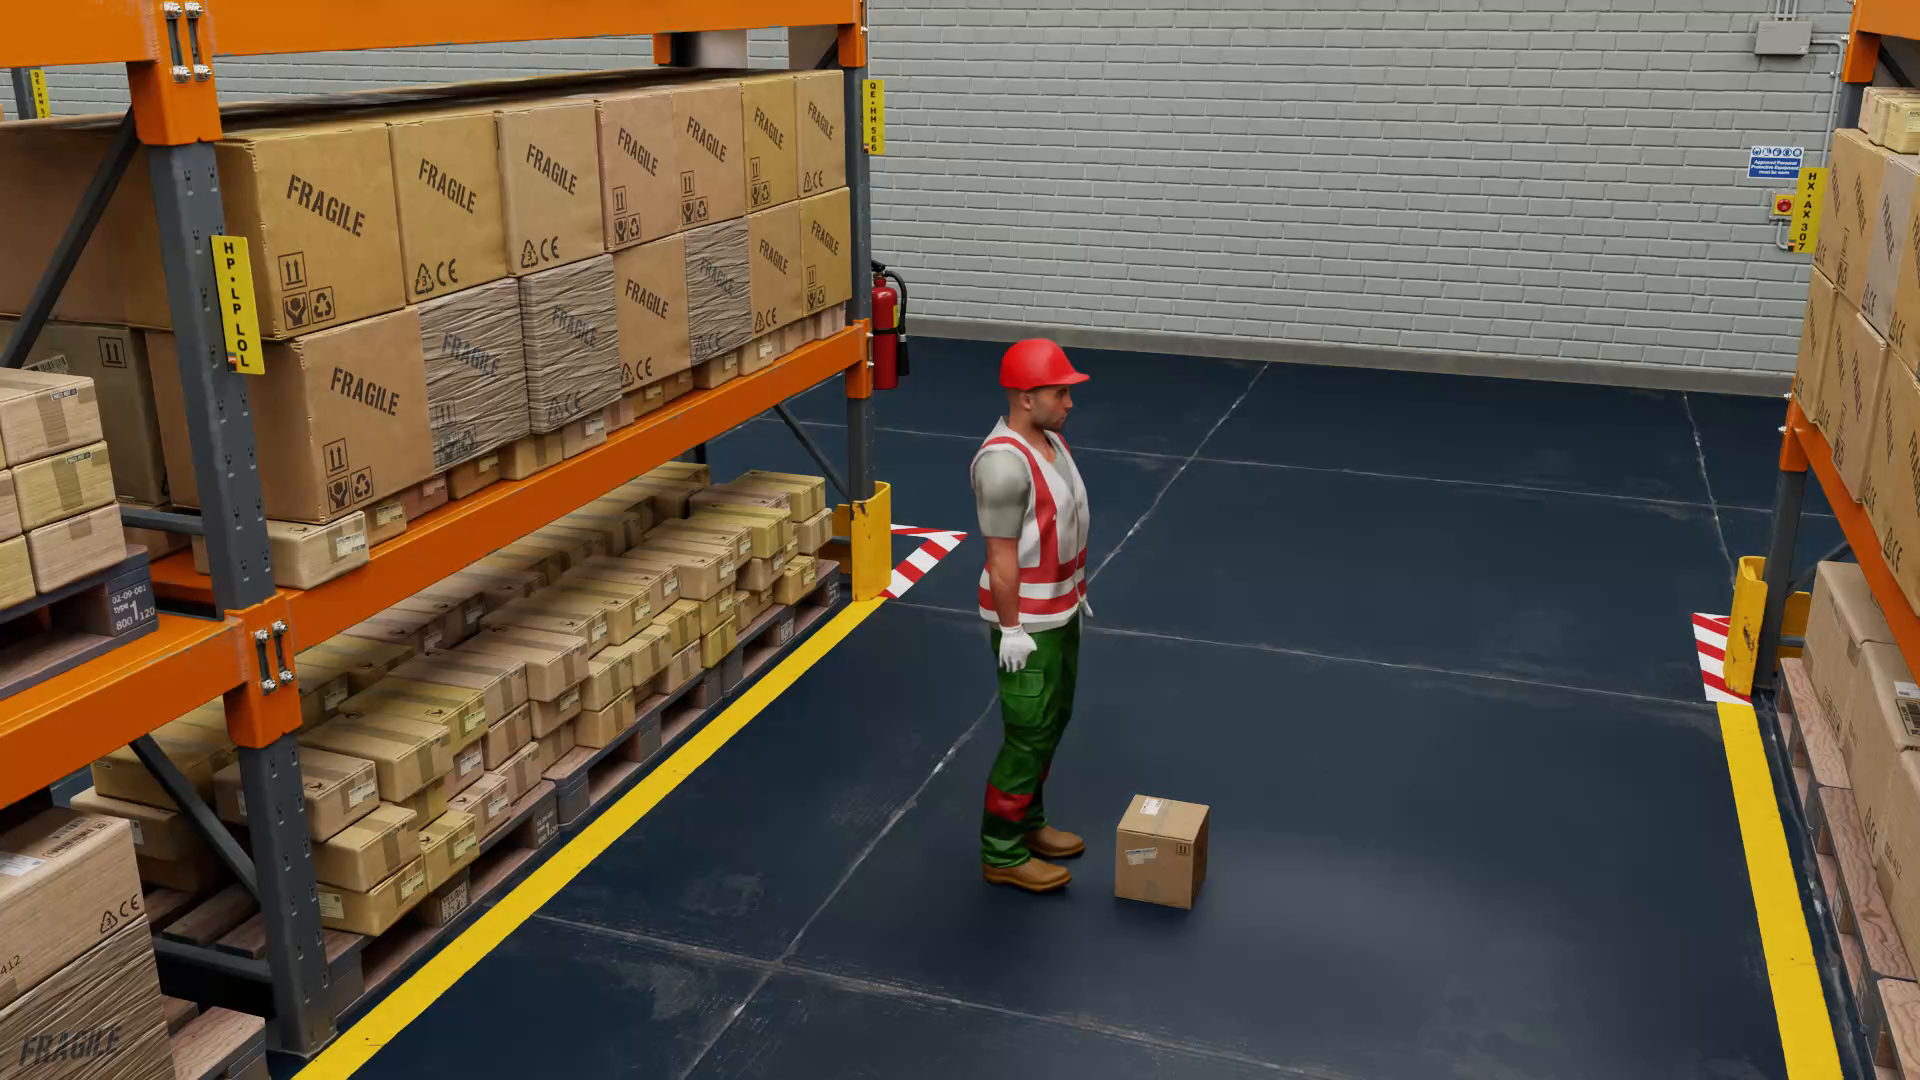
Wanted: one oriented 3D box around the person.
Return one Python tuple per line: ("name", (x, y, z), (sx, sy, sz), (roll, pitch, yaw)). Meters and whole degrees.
("person", (0.243, 0.239, 5.318), (0.356, 1.785, 0.526), (7, 20, 19))
